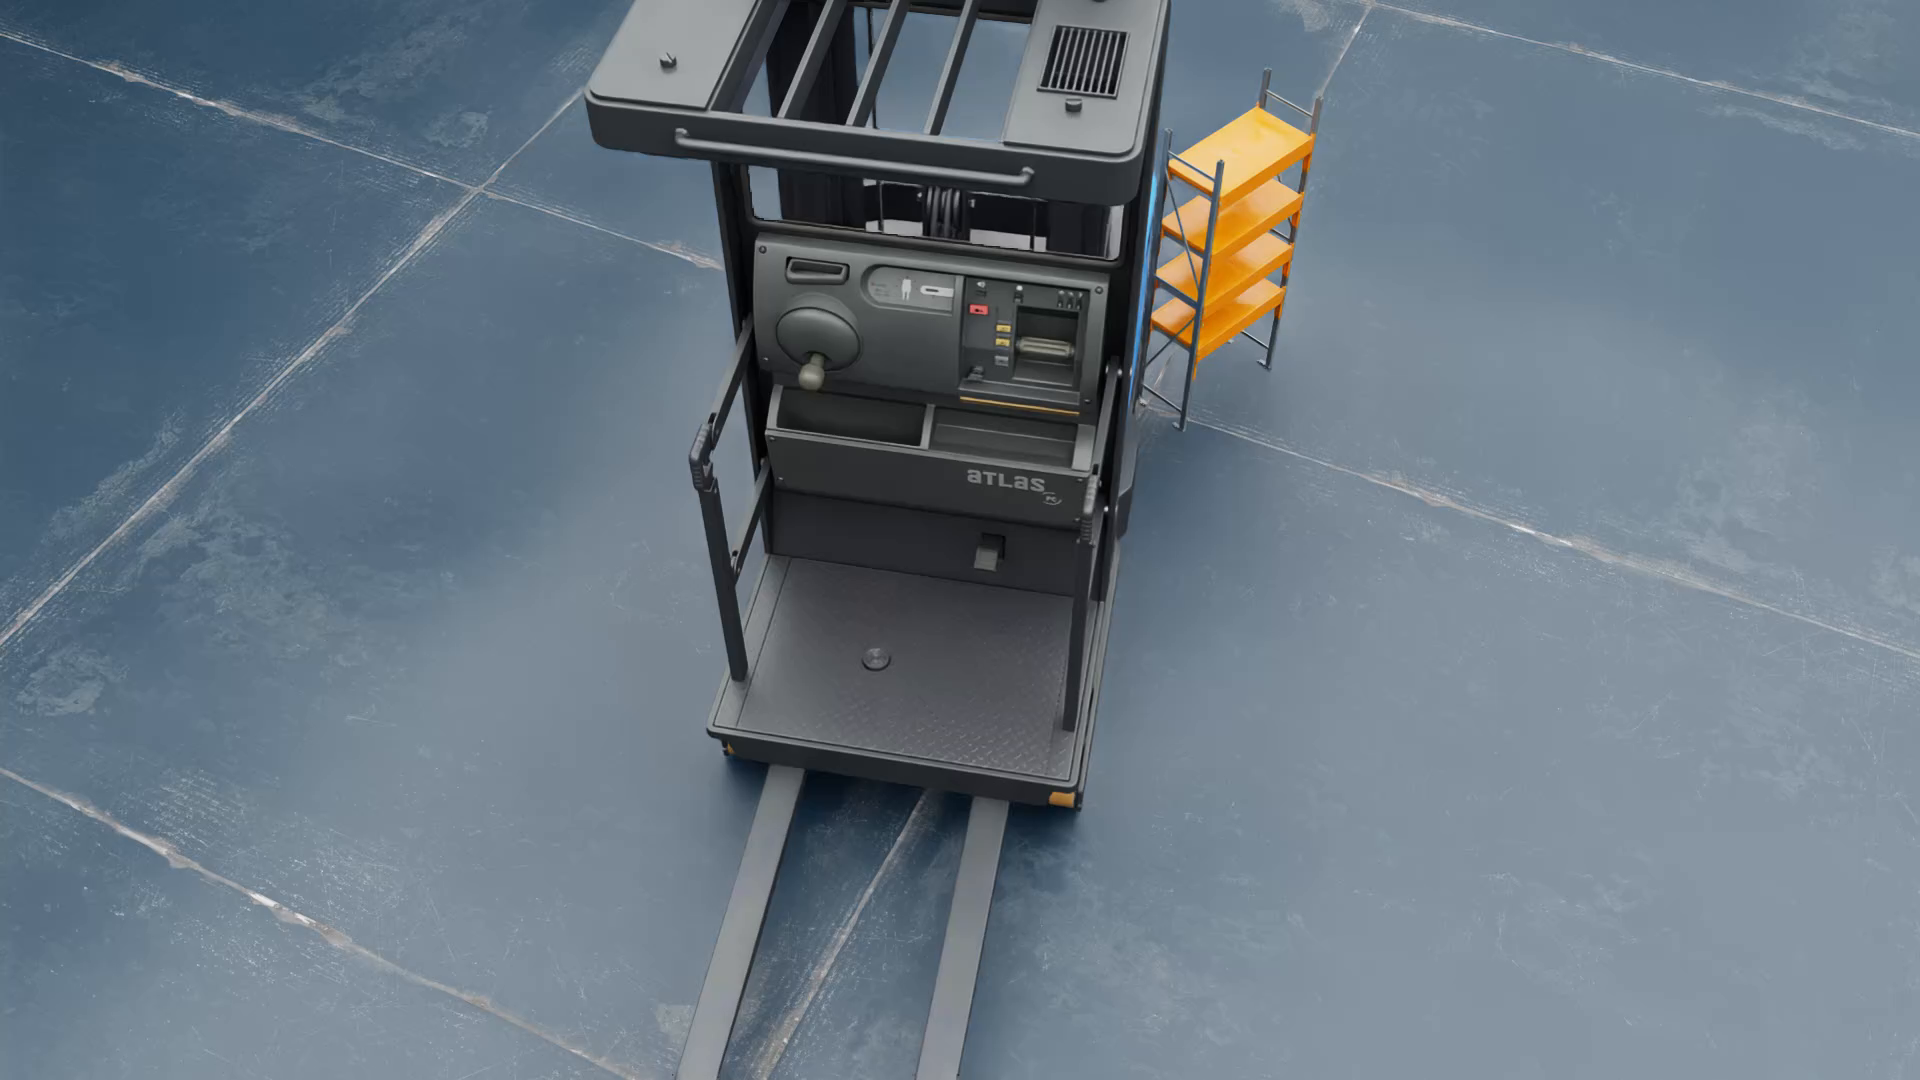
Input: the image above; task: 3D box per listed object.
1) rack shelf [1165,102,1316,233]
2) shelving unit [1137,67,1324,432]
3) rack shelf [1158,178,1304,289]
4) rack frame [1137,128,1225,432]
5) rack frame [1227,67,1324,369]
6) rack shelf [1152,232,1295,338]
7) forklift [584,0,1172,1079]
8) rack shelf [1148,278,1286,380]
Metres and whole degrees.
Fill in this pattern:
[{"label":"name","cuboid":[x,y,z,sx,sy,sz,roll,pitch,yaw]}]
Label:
[{"label":"rack shelf","cuboid":[0.916,-1.235,5.497,0.480,0.148,0.258,-36,58,-26]},{"label":"shelving unit","cuboid":[0.916,-0.980,5.796,0.503,1.200,0.258,-36,58,-26]},{"label":"rack shelf","cuboid":[0.916,-1.082,5.677,0.480,0.148,0.258,-36,58,-26]},{"label":"rack frame","cuboid":[0.739,-0.853,5.688,0.015,1.200,0.240,-36,58,-26]},{"label":"rack frame","cuboid":[1.094,-1.108,5.904,0.015,1.200,0.240,-36,58,-26]},{"label":"rack shelf","cuboid":[0.916,-0.937,5.847,0.480,0.148,0.258,-36,58,-26]},{"label":"forklift","cuboid":[-0.121,-0.450,4.209,1.130,2.935,3.031,8,50,7]},{"label":"rack shelf","cuboid":[0.917,-0.808,5.998,0.480,0.148,0.258,-36,58,-26]}]
